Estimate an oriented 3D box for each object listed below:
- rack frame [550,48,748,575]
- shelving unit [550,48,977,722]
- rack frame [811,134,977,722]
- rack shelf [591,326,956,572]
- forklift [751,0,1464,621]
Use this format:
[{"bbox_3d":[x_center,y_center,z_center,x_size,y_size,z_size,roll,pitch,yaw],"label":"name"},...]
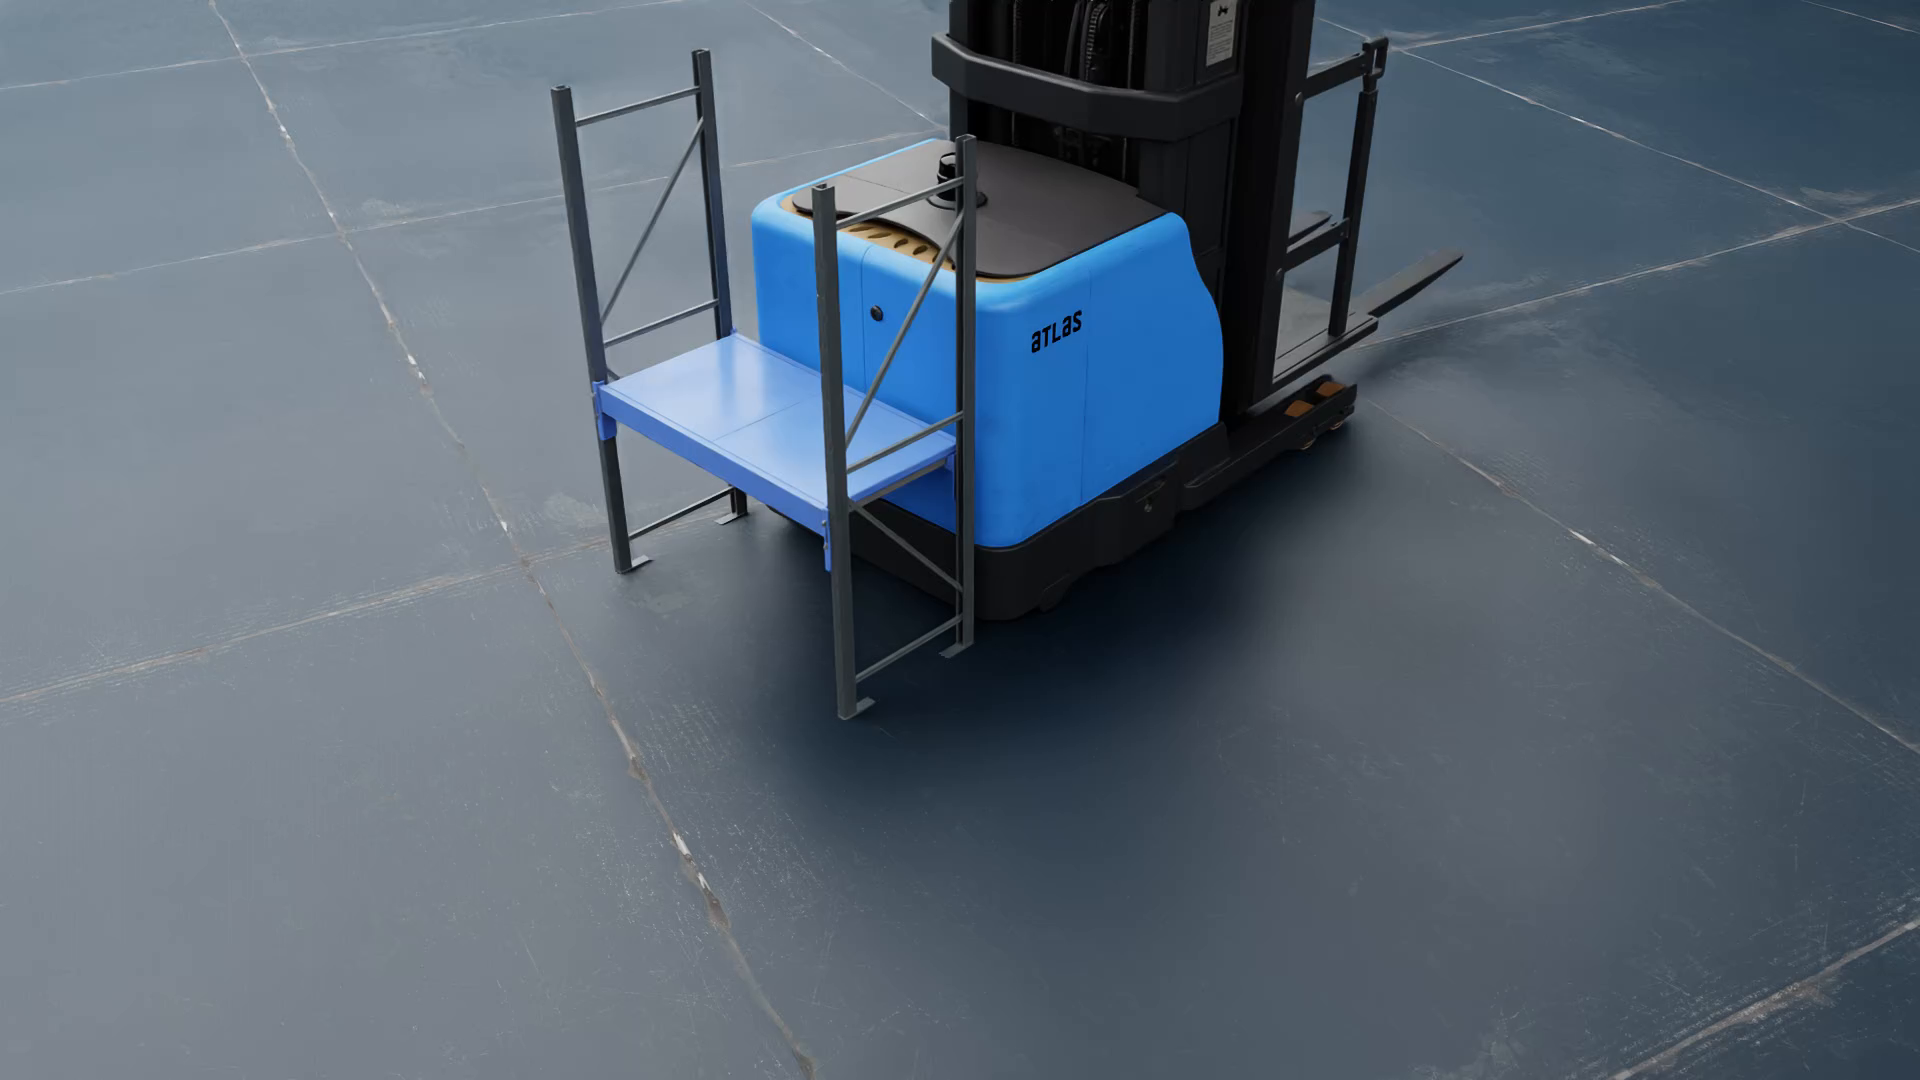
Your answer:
[{"bbox_3d":[-0.872,-0.626,4.837,0.032,1.500,0.500,28,42,36],"label":"rack frame"},{"bbox_3d":[-0.509,-0.434,4.537,1.048,1.500,0.538,28,42,36],"label":"shelving unit"},{"bbox_3d":[-0.145,-0.243,4.238,0.032,1.500,0.500,28,42,36],"label":"rack frame"},{"bbox_3d":[-0.509,-0.283,4.634,1.000,0.185,0.538,28,42,36],"label":"rack shelf"},{"bbox_3d":[0.744,-1.711,5.204,1.130,2.935,3.031,26,41,35],"label":"forklift"}]
